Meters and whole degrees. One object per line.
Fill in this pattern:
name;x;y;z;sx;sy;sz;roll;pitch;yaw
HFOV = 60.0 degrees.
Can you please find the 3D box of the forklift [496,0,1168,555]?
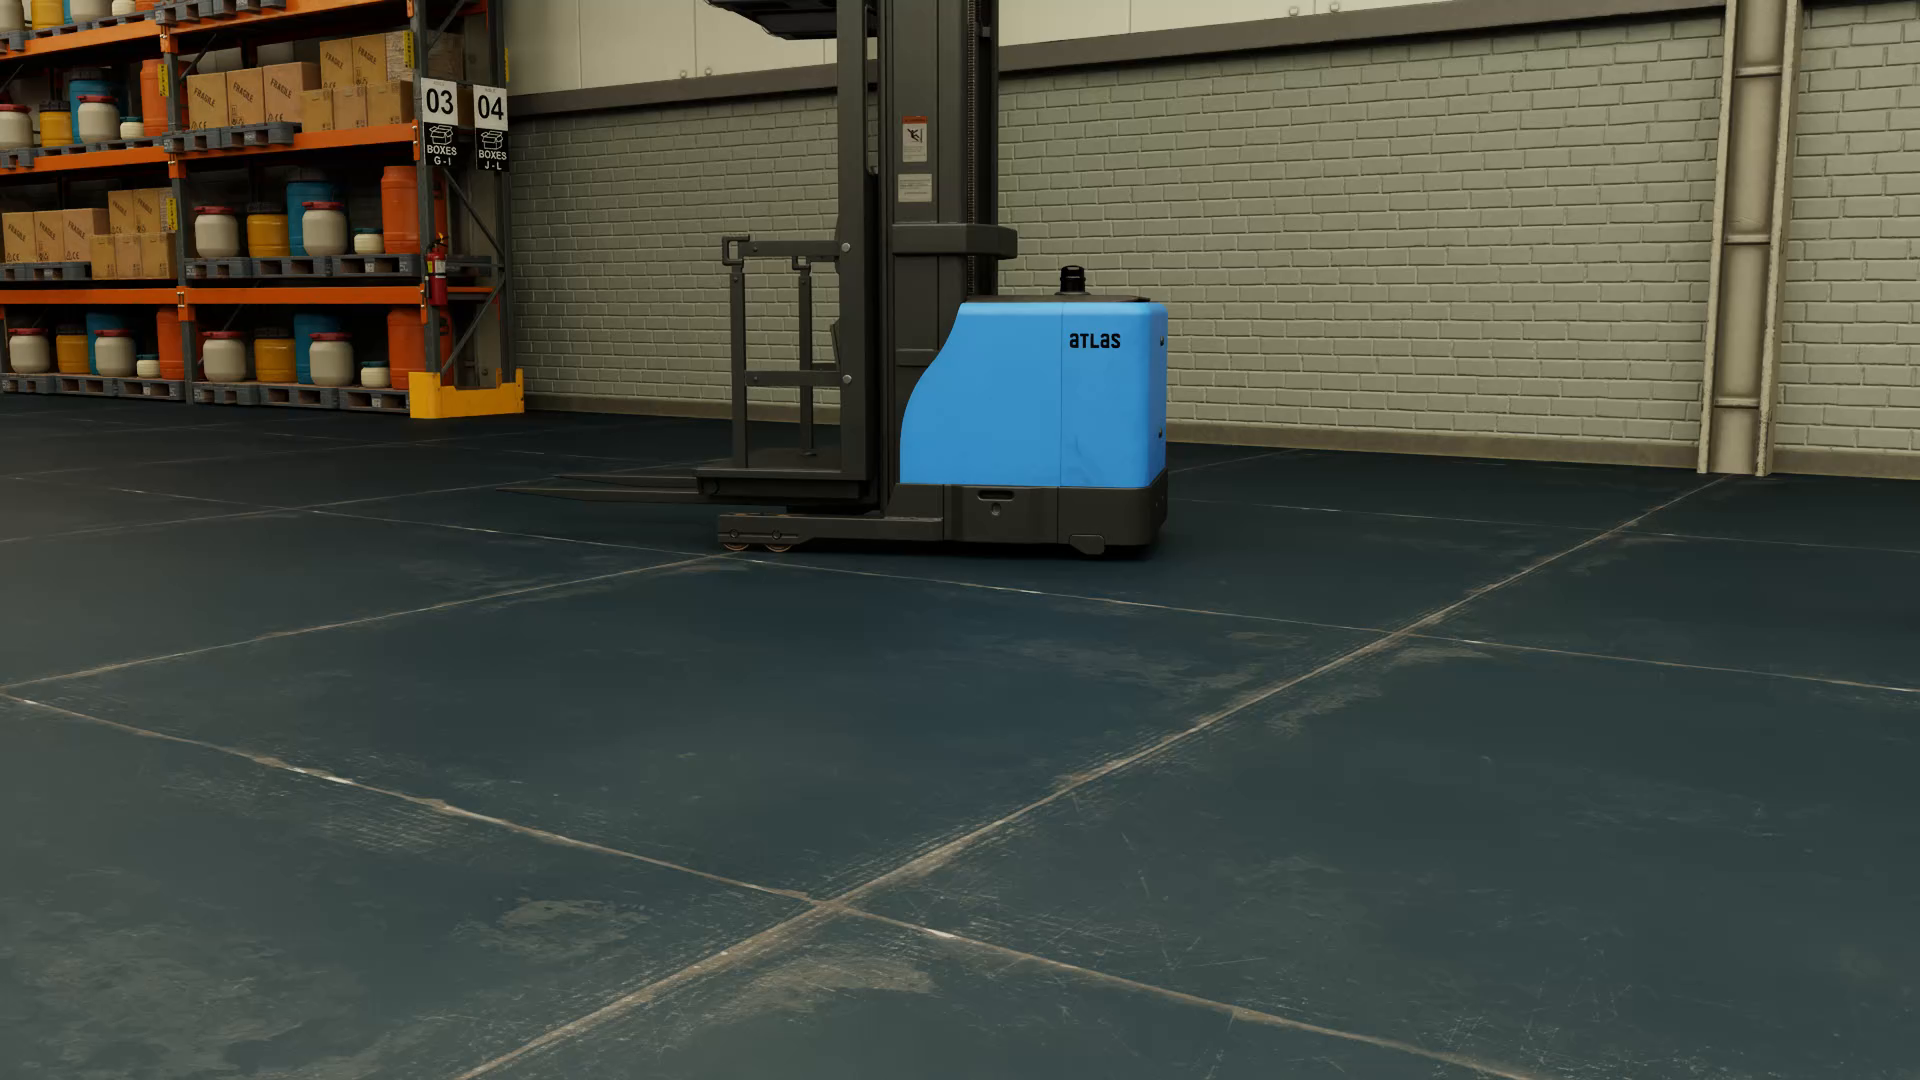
forklift;-0.596;-1.469;7.520;3.031;2.935;1.130;2;8;12
